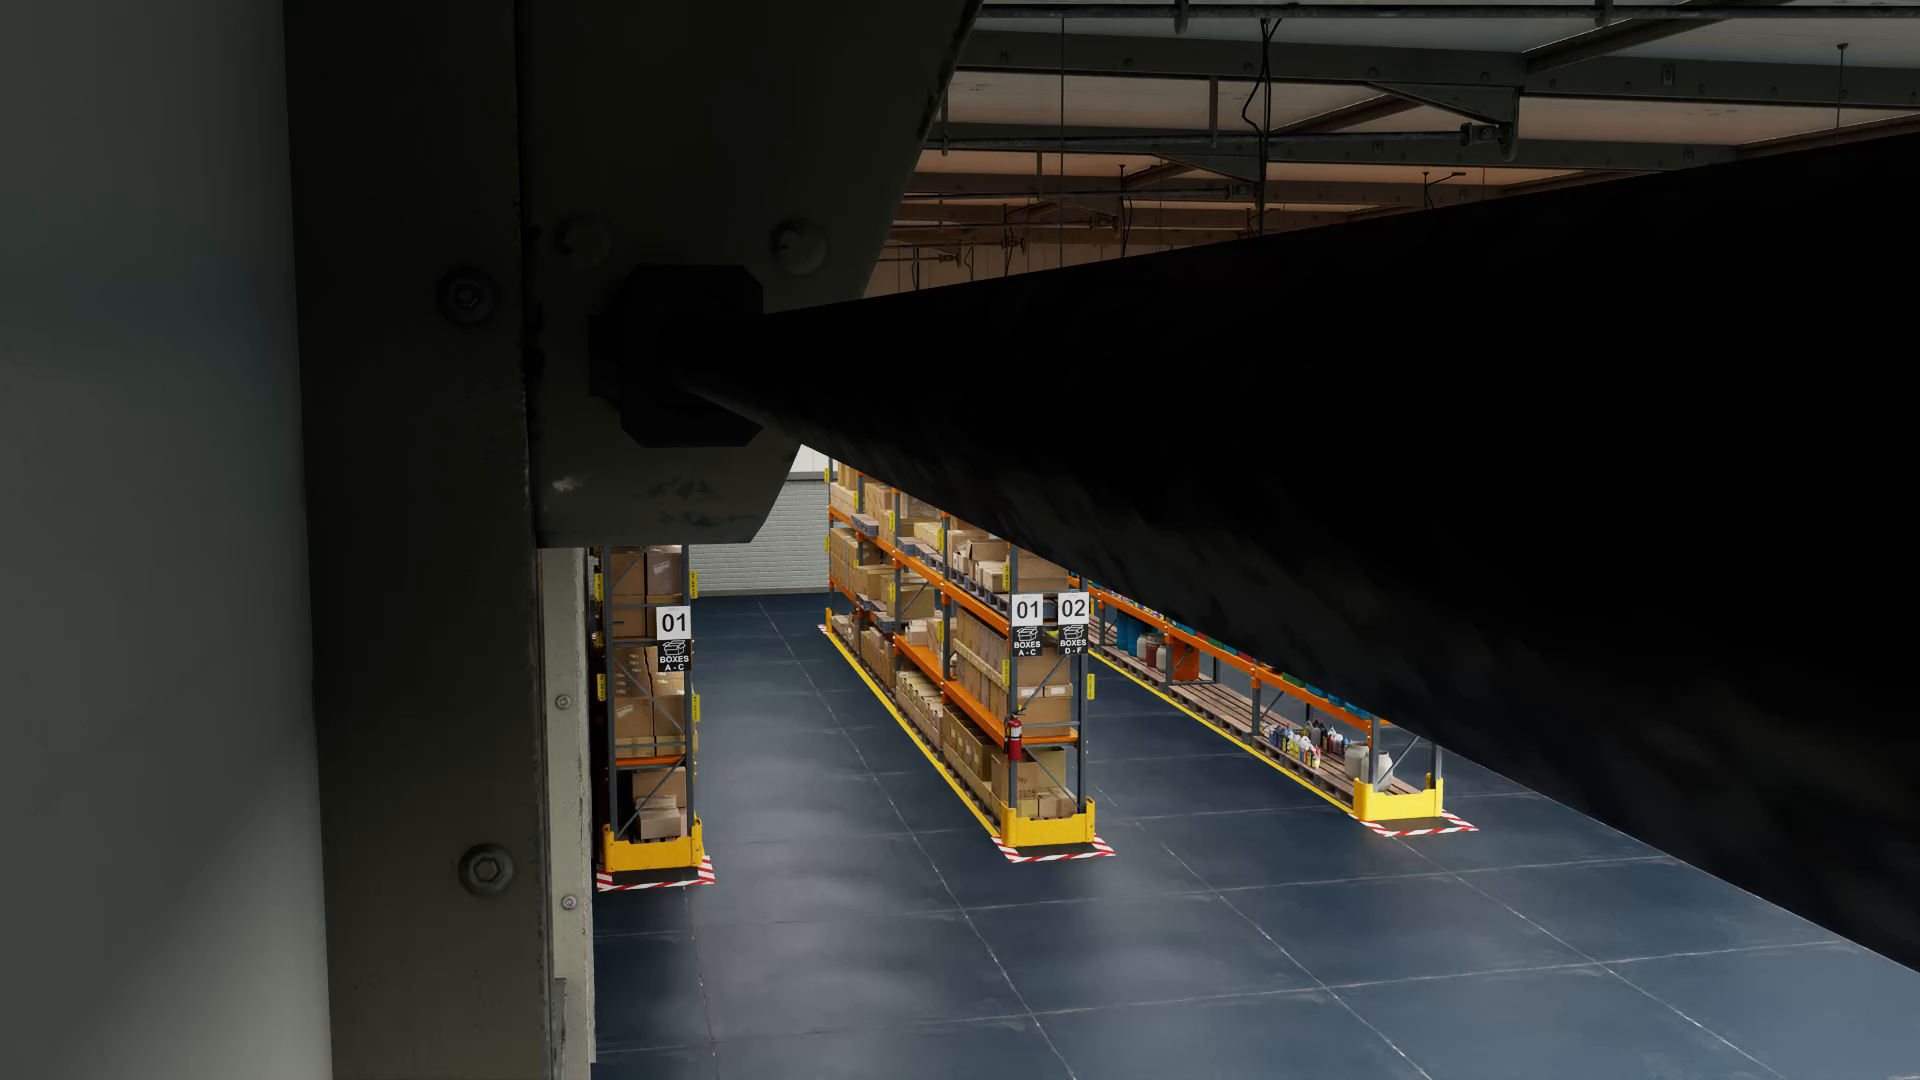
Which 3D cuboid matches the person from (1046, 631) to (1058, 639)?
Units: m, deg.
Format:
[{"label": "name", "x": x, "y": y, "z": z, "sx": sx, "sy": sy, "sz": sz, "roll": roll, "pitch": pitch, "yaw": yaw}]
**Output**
[{"label": "person", "x": 1.731, "y": 1.907, "z": 29.678, "sx": 0.692, "sy": 1.774, "sz": 0.953, "roll": -3, "pitch": 7, "yaw": -22}]
